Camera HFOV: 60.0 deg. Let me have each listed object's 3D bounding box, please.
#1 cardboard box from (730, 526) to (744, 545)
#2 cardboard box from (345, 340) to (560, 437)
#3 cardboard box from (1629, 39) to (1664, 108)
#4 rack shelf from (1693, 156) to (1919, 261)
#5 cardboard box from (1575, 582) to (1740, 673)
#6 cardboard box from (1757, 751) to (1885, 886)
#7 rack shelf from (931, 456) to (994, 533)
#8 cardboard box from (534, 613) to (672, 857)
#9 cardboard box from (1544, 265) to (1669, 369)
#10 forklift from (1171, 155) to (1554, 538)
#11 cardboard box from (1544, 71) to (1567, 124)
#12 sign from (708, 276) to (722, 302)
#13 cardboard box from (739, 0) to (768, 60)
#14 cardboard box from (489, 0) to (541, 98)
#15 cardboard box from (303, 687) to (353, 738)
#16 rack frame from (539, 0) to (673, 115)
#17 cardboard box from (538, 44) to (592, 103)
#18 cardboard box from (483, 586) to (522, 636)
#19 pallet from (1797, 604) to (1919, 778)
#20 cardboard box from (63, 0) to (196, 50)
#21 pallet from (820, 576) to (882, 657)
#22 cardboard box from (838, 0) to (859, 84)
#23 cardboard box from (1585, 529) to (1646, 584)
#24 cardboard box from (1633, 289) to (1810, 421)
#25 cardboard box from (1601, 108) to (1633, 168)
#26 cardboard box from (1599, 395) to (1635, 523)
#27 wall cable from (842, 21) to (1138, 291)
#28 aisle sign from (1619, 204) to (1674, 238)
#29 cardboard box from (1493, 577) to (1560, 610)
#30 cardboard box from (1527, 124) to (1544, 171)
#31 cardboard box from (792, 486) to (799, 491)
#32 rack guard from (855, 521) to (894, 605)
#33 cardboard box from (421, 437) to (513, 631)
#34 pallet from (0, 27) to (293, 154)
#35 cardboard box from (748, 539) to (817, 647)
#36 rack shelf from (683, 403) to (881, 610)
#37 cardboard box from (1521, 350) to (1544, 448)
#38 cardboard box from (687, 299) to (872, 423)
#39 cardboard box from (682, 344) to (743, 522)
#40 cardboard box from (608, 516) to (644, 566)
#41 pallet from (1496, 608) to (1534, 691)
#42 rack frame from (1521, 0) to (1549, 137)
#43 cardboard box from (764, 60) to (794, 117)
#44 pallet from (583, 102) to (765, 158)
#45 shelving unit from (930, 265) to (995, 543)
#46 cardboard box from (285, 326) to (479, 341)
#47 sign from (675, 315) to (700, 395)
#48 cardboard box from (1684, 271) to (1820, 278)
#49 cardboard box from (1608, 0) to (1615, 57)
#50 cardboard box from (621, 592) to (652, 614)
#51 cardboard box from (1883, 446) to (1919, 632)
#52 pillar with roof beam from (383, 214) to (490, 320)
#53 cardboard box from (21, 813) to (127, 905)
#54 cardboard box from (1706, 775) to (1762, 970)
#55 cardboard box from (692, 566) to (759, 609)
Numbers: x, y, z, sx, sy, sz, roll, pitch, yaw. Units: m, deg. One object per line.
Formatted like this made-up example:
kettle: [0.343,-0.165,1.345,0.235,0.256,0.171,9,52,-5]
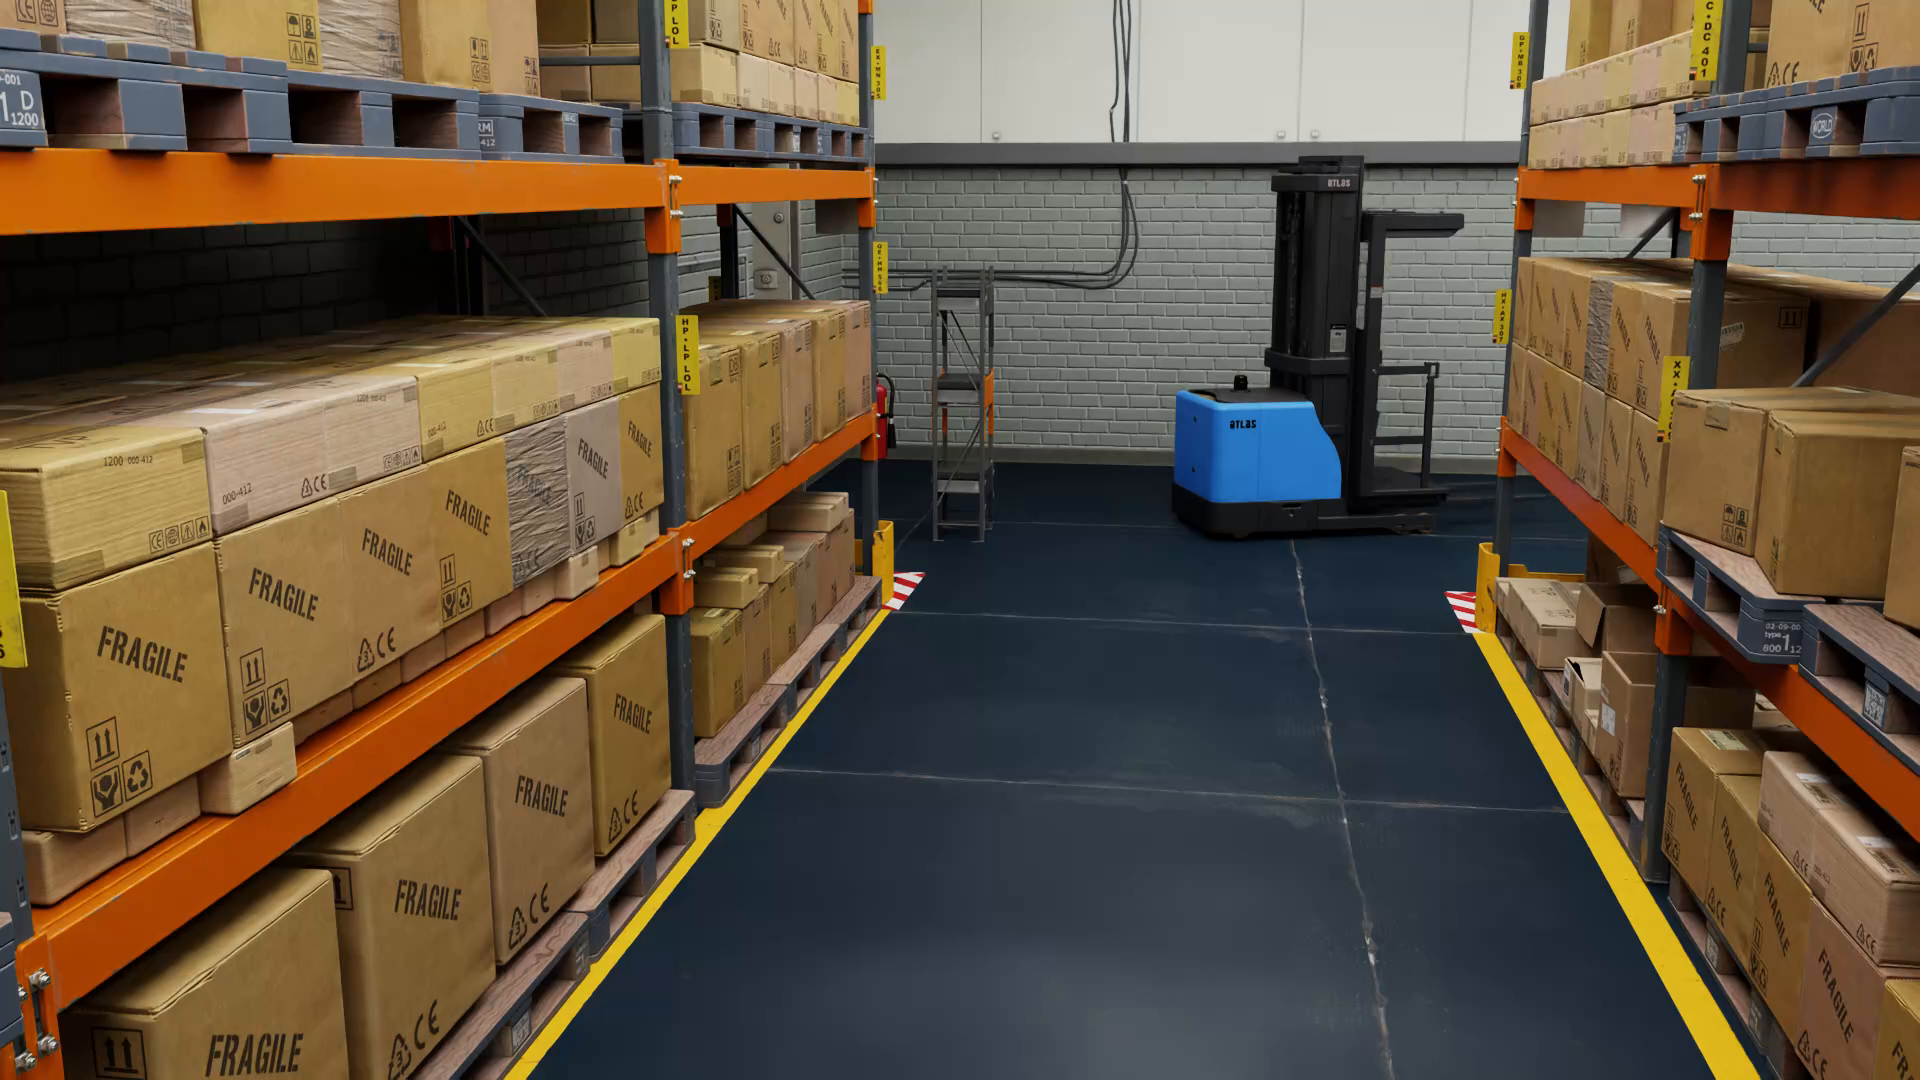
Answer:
cardboard box: [-1.427,-0.003,9.284,0.380,0.149,0.250,2,12,9]
cardboard box: [-1.648,-0.503,5.437,0.500,0.250,0.500,2,12,10]
cardboard box: [3.120,-1.942,6.934,0.500,0.250,0.500,2,12,9]
rack shelf: [2.926,-0.789,4.122,1.077,0.370,4.000,2,12,9]
cardboard box: [3.517,0.523,8.326,0.797,0.503,0.637,2,12,9]
cardboard box: [2.764,0.851,5.035,0.500,0.250,0.500,2,12,9]
rack shelf: [0.025,-0.363,13.082,0.431,0.518,0.480,2,12,9]
cardboard box: [-1.633,0.735,6.570,0.750,0.750,0.750,2,12,9]
cardboard box: [3.365,-1.164,8.664,0.500,0.500,0.500,2,12,9]
forklift: [3.323,-1.581,13.374,3.031,2.935,1.130,-3,12,-11]
cardboard box: [3.428,-2.358,8.866,0.500,0.250,0.500,2,12,9]
sign: [-1.594,-1.564,10.888,0.100,0.325,0.005,2,12,9]
cardboard box: [-1.202,-2.511,7.745,0.500,0.500,0.500,2,12,7]
cardboard box: [-1.906,-1.801,5.829,0.700,0.500,0.500,1,12,6]
cardboard box: [-1.878,0.419,4.478,0.380,0.149,0.250,2,12,10]
rack frame: [-1.662,-3.183,6.403,1.000,3.000,0.127,2,12,9]
cardboard box: [-1.788,-2.048,7.376,0.500,0.250,0.500,2,12,9]
cardboard box: [-1.673,0.205,5.470,0.380,0.149,0.250,2,12,7]
pallet: [2.913,0.431,4.329,1.003,0.211,1.213,2,12,9]
cardboard box: [-2.230,-1.363,3.795,0.700,0.500,0.500,1,12,6]
pallet: [-1.092,0.449,10.408,1.003,0.211,1.213,2,12,9]
cardboard box: [-0.890,-2.936,9.717,0.500,0.500,0.500,2,12,8]
cardboard box: [4.008,0.205,9.812,0.500,0.500,0.500,2,12,9]
cardboard box: [3.055,-0.742,6.705,0.500,0.500,0.500,2,12,9]
cardboard box: [3.201,-1.802,7.469,0.500,0.250,0.500,2,12,9]
cardboard box: [3.135,-0.359,7.303,0.500,0.500,0.500,2,12,10]
wall cable: [0.176,-3.664,16.003,3.097,2.526,0.112,2,12,9]
aisle sign: [4.162,-2.198,9.903,0.394,0.787,0.004,2,12,9]
cardboard box: [3.445,0.331,10.059,0.380,0.149,0.250,2,12,9]
cardboard box: [3.518,-2.218,9.399,0.500,0.250,0.500,2,12,9]
cardboard box: [-1.234,-0.267,10.509,0.380,0.149,0.250,2,12,9]
rack guard: [-1.043,0.134,11.185,1.175,0.500,0.348,2,12,9]
cardboard box: [-1.710,-0.035,5.046,0.500,0.500,0.500,2,12,10]
pallet: [-2.231,-0.927,3.505,1.213,0.211,1.003,2,12,11]
cardboard box: [-1.209,0.292,9.457,0.700,0.500,0.500,1,12,7]
rack shelf: [-1.354,-0.315,9.043,1.077,0.370,4.000,2,12,9]
cardboard box: [3.446,-0.781,9.259,0.500,0.500,0.500,2,12,8]
cardboard box: [-1.115,-1.123,10.373,0.980,0.700,0.700,2,12,11]
cardboard box: [-1.562,-0.509,7.525,0.980,0.700,0.700,2,12,10]
cardboard box: [-1.450,-0.004,6.443,0.380,0.149,0.250,2,12,10]
pallet: [3.715,0.622,9.608,1.003,0.211,1.213,2,12,9]
rack frame: [3.848,-3.856,9.525,1.000,3.000,0.127,2,12,9]
cardboard box: [-1.131,-2.245,8.294,0.500,0.250,0.500,2,12,7]
pallet: [-1.526,-1.843,7.517,1.003,0.211,1.213,2,12,9]
shelving unit: [0.025,-1.061,12.932,0.431,2.100,0.503,2,12,9]
cardboard box: [-2.064,-0.625,6.000,0.500,0.250,0.500,2,12,9]
sign: [-1.124,-0.762,6.849,0.100,0.325,0.005,2,12,9]
cardboard box: [3.821,-1.039,8.085,0.500,0.500,0.500,2,12,10]
cardboard box: [3.654,-2.611,8.258,0.700,0.500,0.500,2,12,9]
cardboard box: [-1.664,0.321,7.782,0.380,0.149,0.250,2,12,8]
cardboard box: [3.023,0.025,4.523,0.700,0.500,0.500,-1,12,-6]
pillar with roof beam: [1.845,-3.217,6.562,9.100,9.000,0.400,2,12,9]
cardboard box: [-1.998,0.634,3.479,0.380,0.149,0.250,2,12,8]
cardboard box: [2.847,1.120,5.563,0.500,0.500,0.500,2,12,9]
cardboard box: [-1.213,0.231,8.196,0.380,0.149,0.250,2,12,11]
